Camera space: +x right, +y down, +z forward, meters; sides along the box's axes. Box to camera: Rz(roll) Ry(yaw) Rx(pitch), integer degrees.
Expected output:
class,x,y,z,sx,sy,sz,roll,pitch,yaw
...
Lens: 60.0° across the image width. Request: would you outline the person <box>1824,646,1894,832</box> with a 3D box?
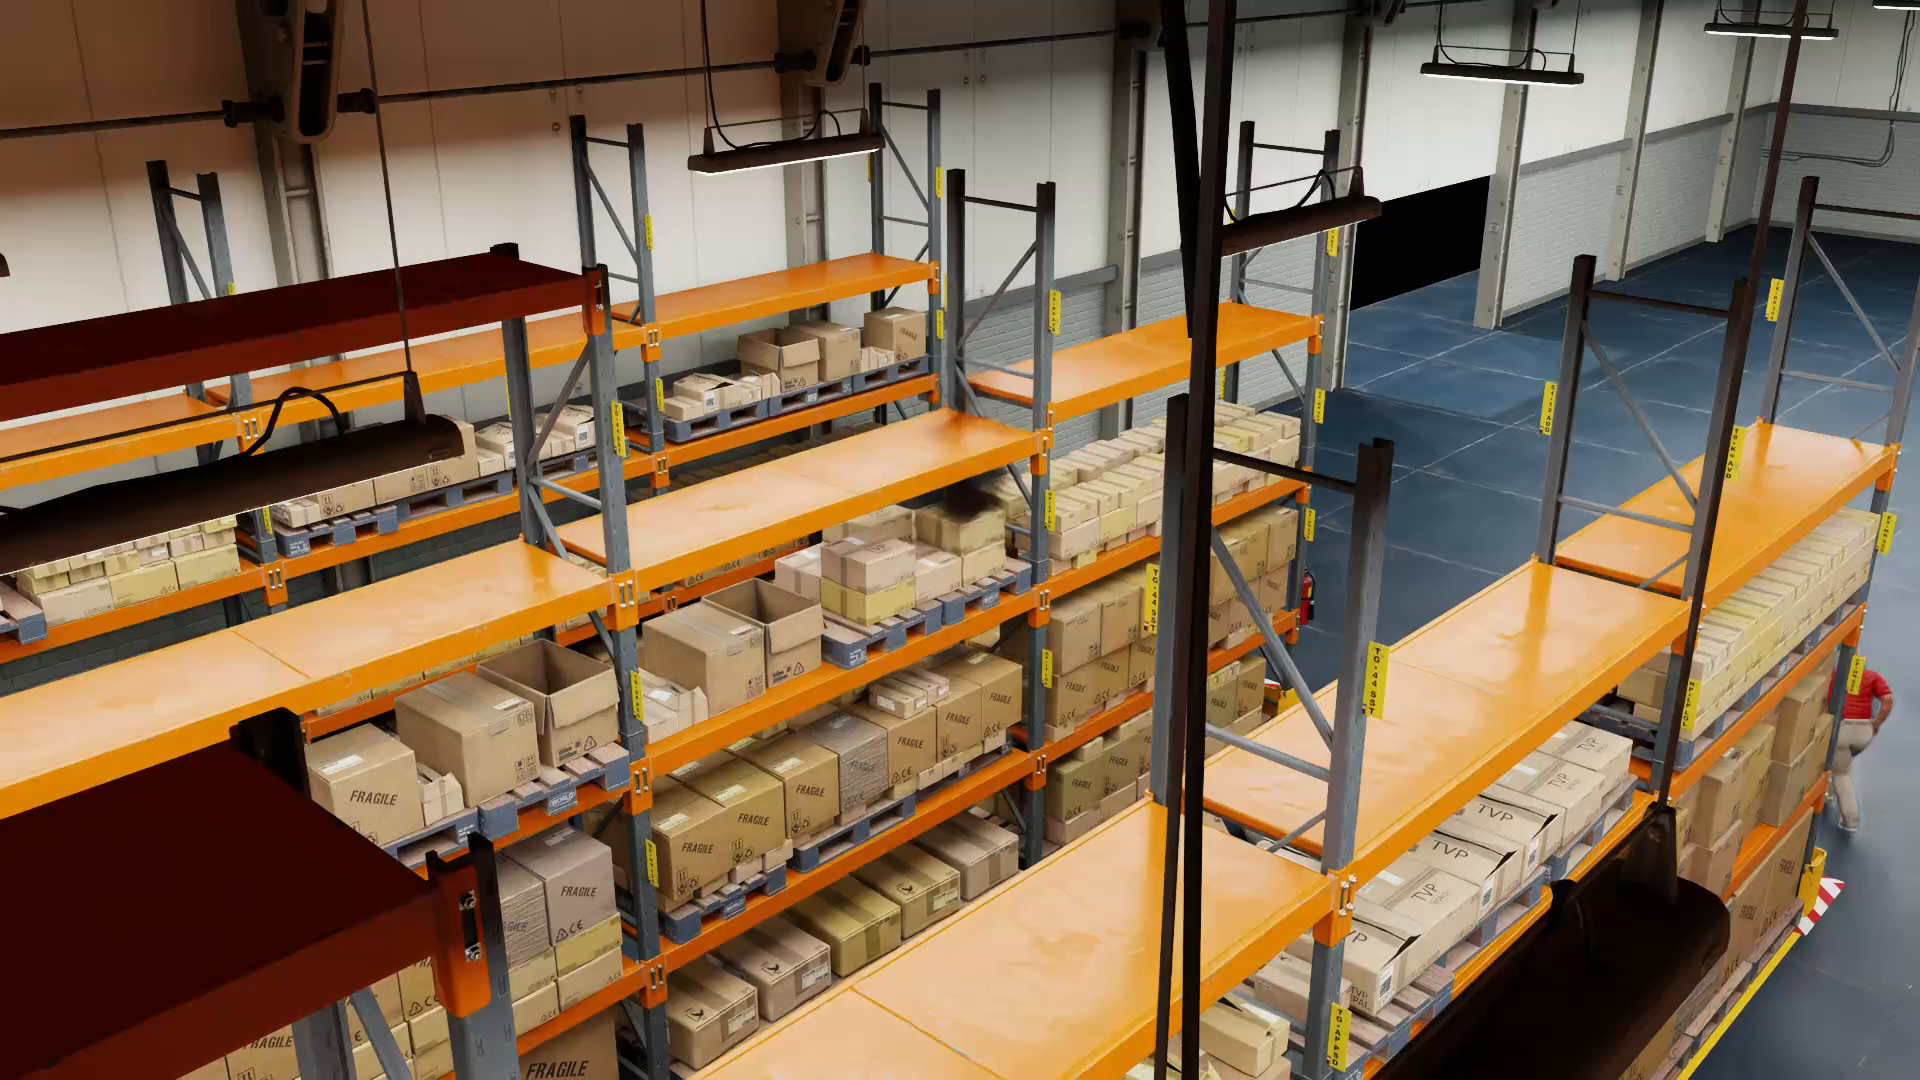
class,x,y,z,sx,sy,sz,roll,pitch,yaw
person,8.072,1.833,15.142,0.652,1.665,0.912,3,21,8
